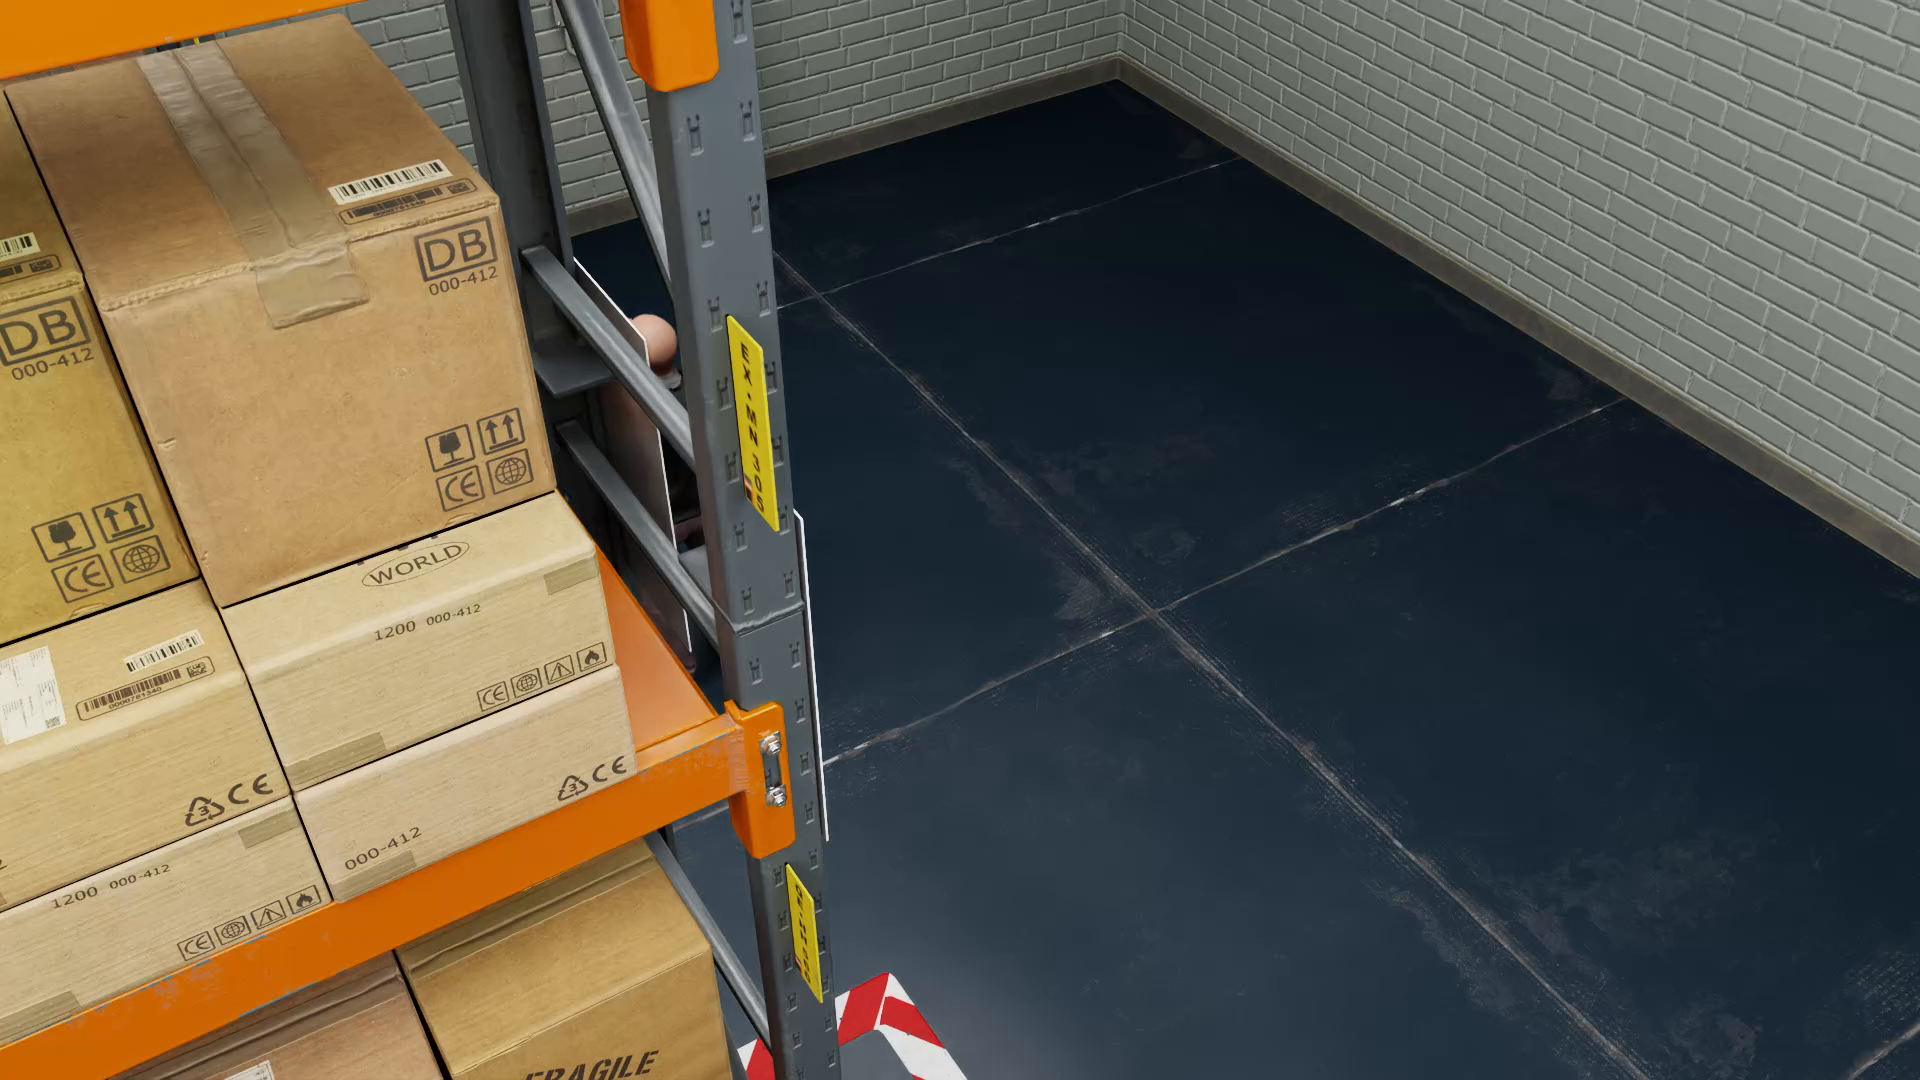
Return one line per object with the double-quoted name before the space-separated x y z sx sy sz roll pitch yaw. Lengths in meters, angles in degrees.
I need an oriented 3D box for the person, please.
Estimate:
"person" -1.142 -0.180 6.392 0.495 1.718 0.547 -22 45 -24
